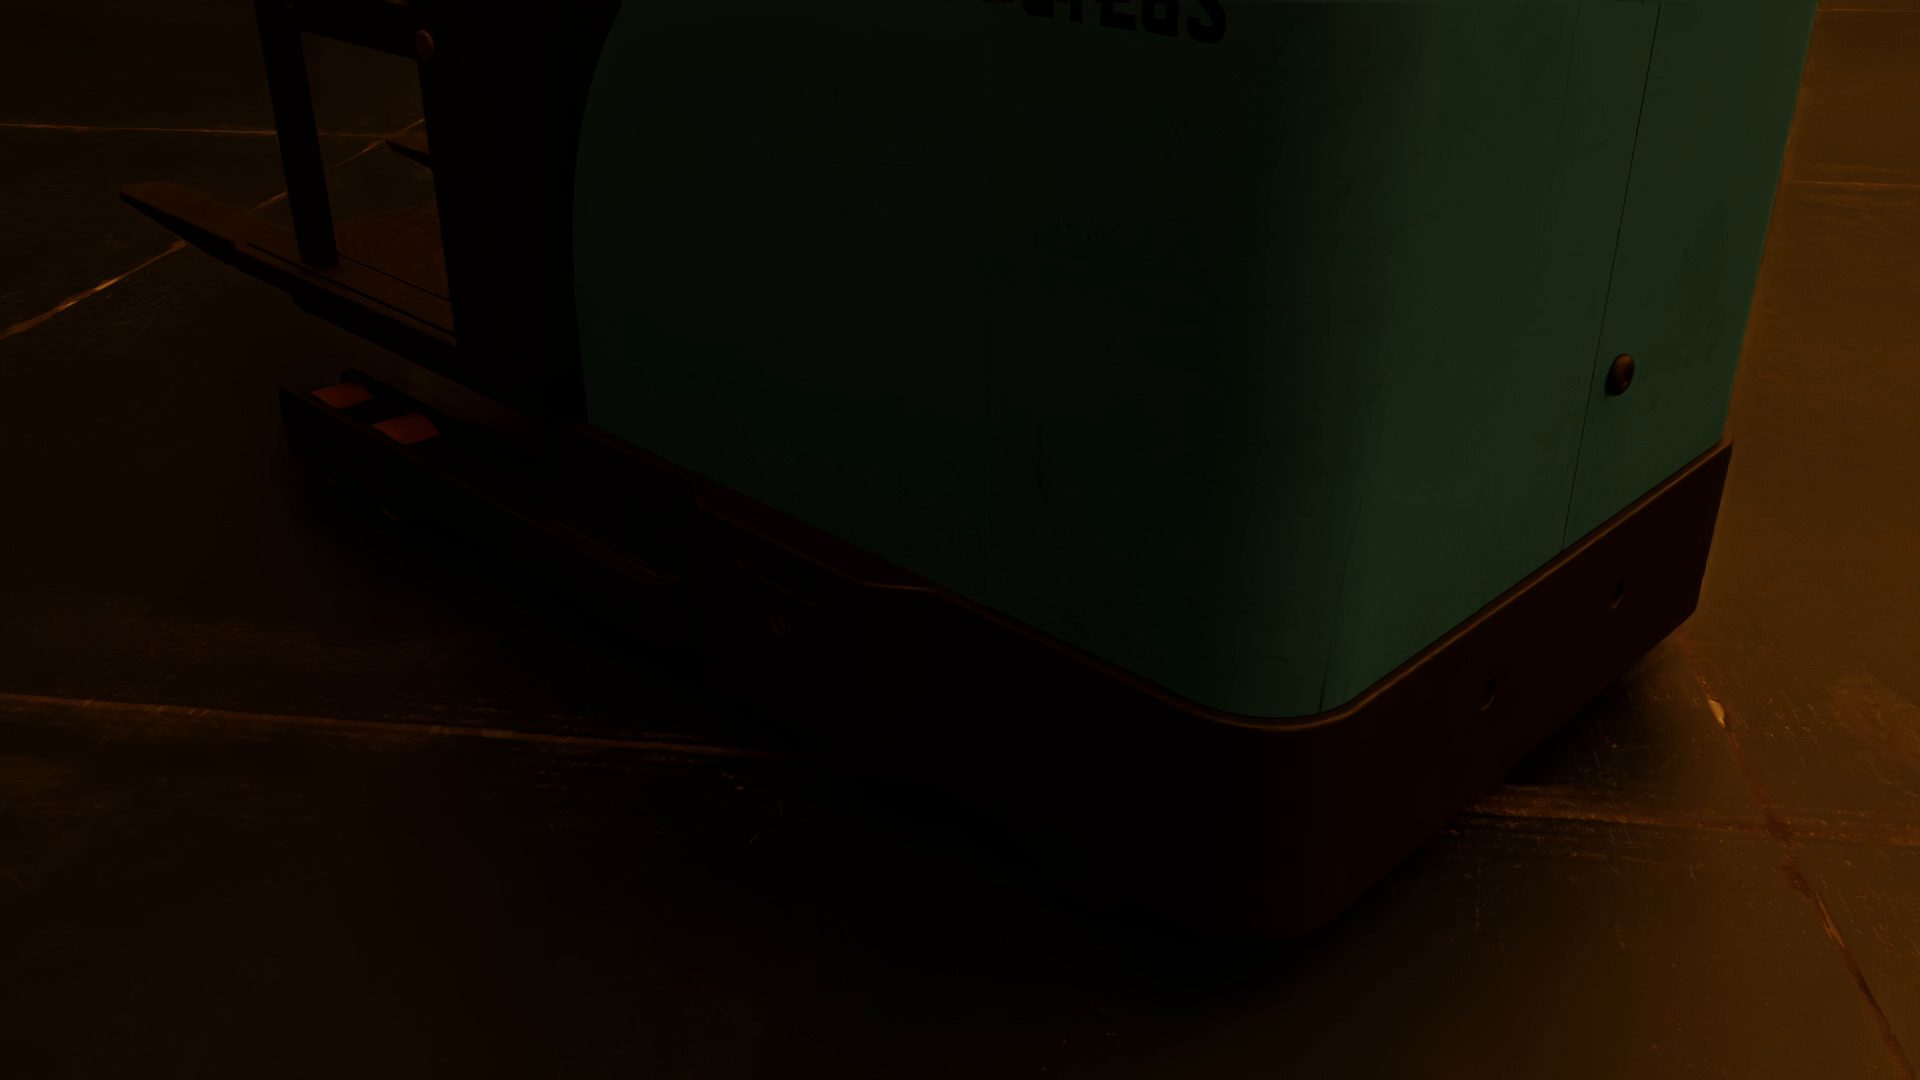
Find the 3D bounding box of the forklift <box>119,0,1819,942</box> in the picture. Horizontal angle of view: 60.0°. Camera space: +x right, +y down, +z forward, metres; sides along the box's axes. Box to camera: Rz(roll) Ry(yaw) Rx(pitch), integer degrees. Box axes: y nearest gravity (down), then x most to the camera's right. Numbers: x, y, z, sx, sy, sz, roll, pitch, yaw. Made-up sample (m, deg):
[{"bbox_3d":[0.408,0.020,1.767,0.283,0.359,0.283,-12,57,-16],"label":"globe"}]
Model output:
[{"bbox_3d":[-0.439,-1.485,2.193,3.031,2.935,1.130,23,35,39],"label":"forklift"}]
